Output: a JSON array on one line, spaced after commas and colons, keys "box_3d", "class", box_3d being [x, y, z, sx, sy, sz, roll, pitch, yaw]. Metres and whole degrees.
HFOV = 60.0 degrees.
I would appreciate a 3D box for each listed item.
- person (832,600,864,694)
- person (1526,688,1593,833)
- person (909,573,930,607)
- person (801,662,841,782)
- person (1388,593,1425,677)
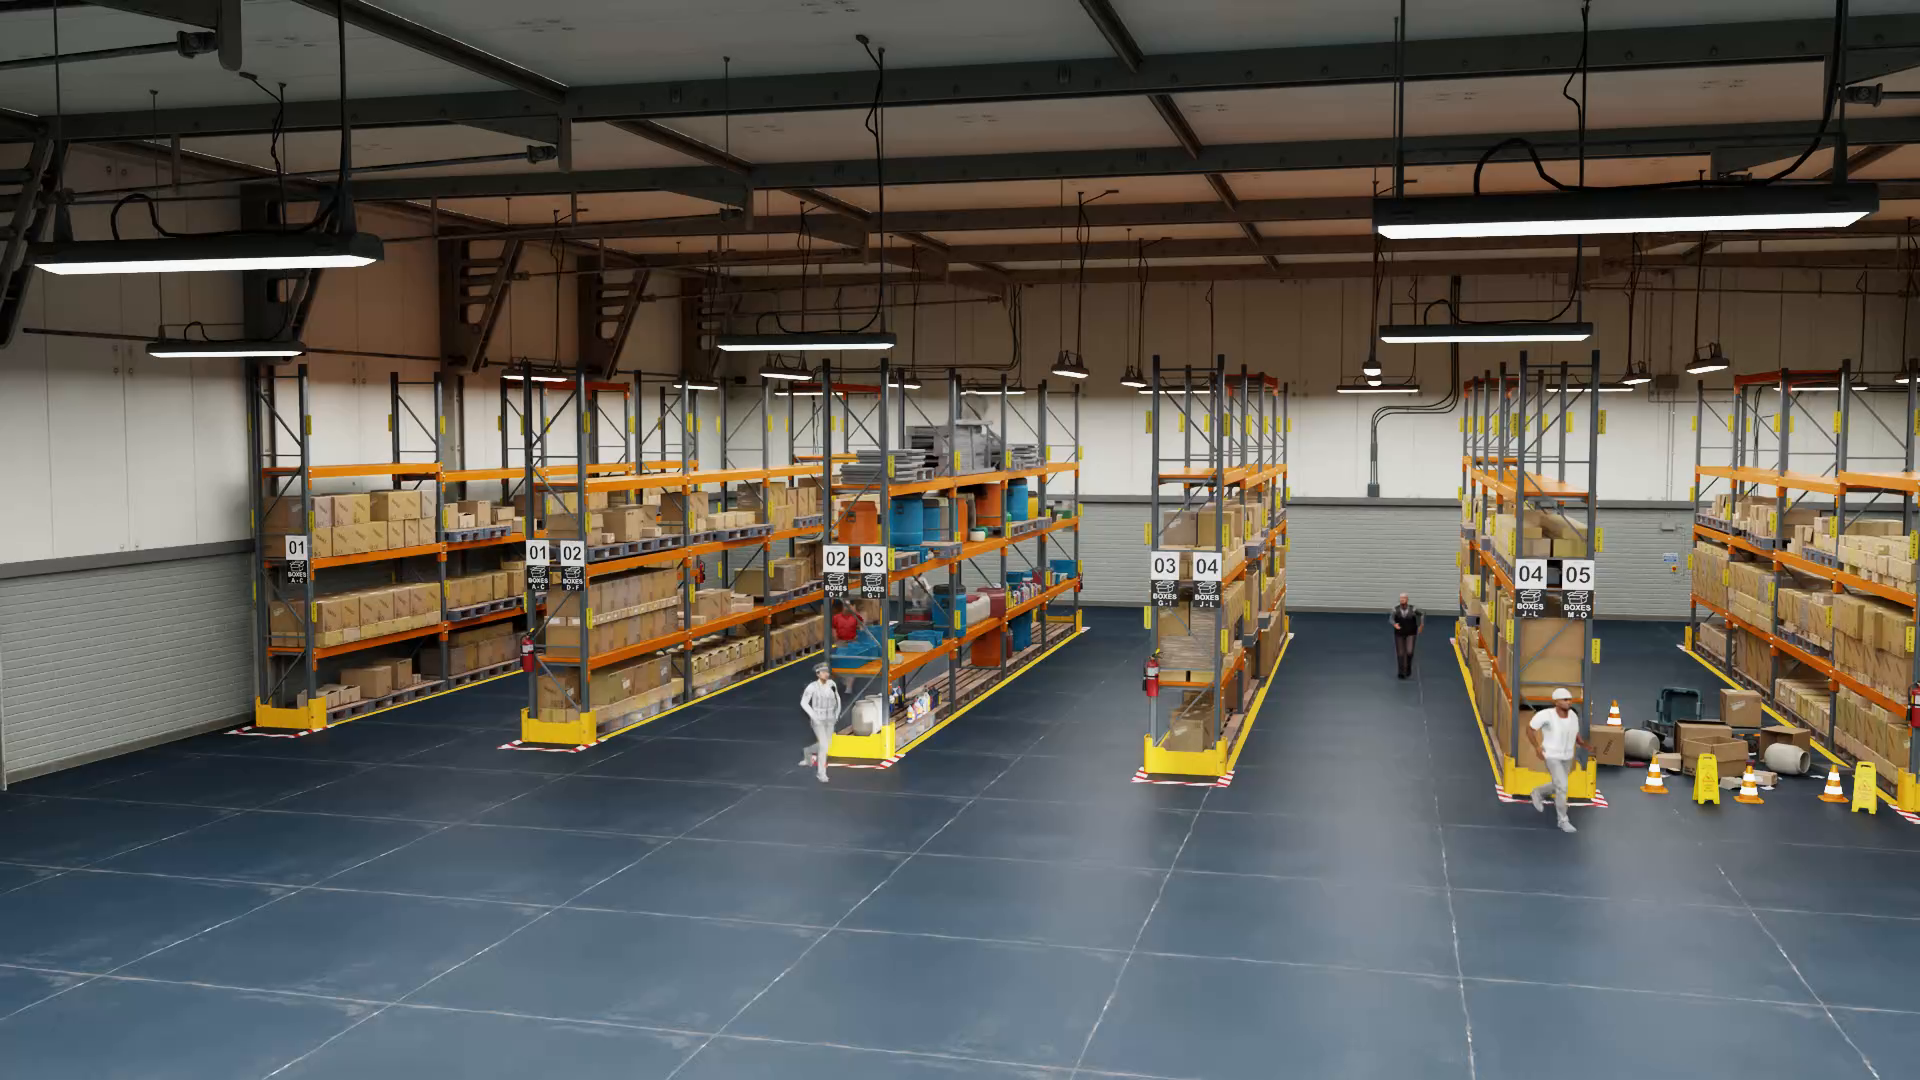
[{"box_3d": [-2.127, 1.984, 31.350, 0.647, 1.719, 0.943, 0, 4, -1], "class": "person"}, {"box_3d": [7.415, 2.702, 20.782, 0.677, 1.752, 0.915, -2, 4, -22], "class": "person"}, {"box_3d": [-0.983, 1.455, 39.848, 0.547, 1.597, 0.812, 1, 4, 12], "class": "person"}, {"box_3d": [-1.994, 2.551, 23.628, 0.629, 1.699, 0.662, -3, 5, -36], "class": "person"}, {"box_3d": [8.778, 1.888, 32.735, 0.675, 1.670, 0.808, 2, 4, 21], "class": "person"}]
